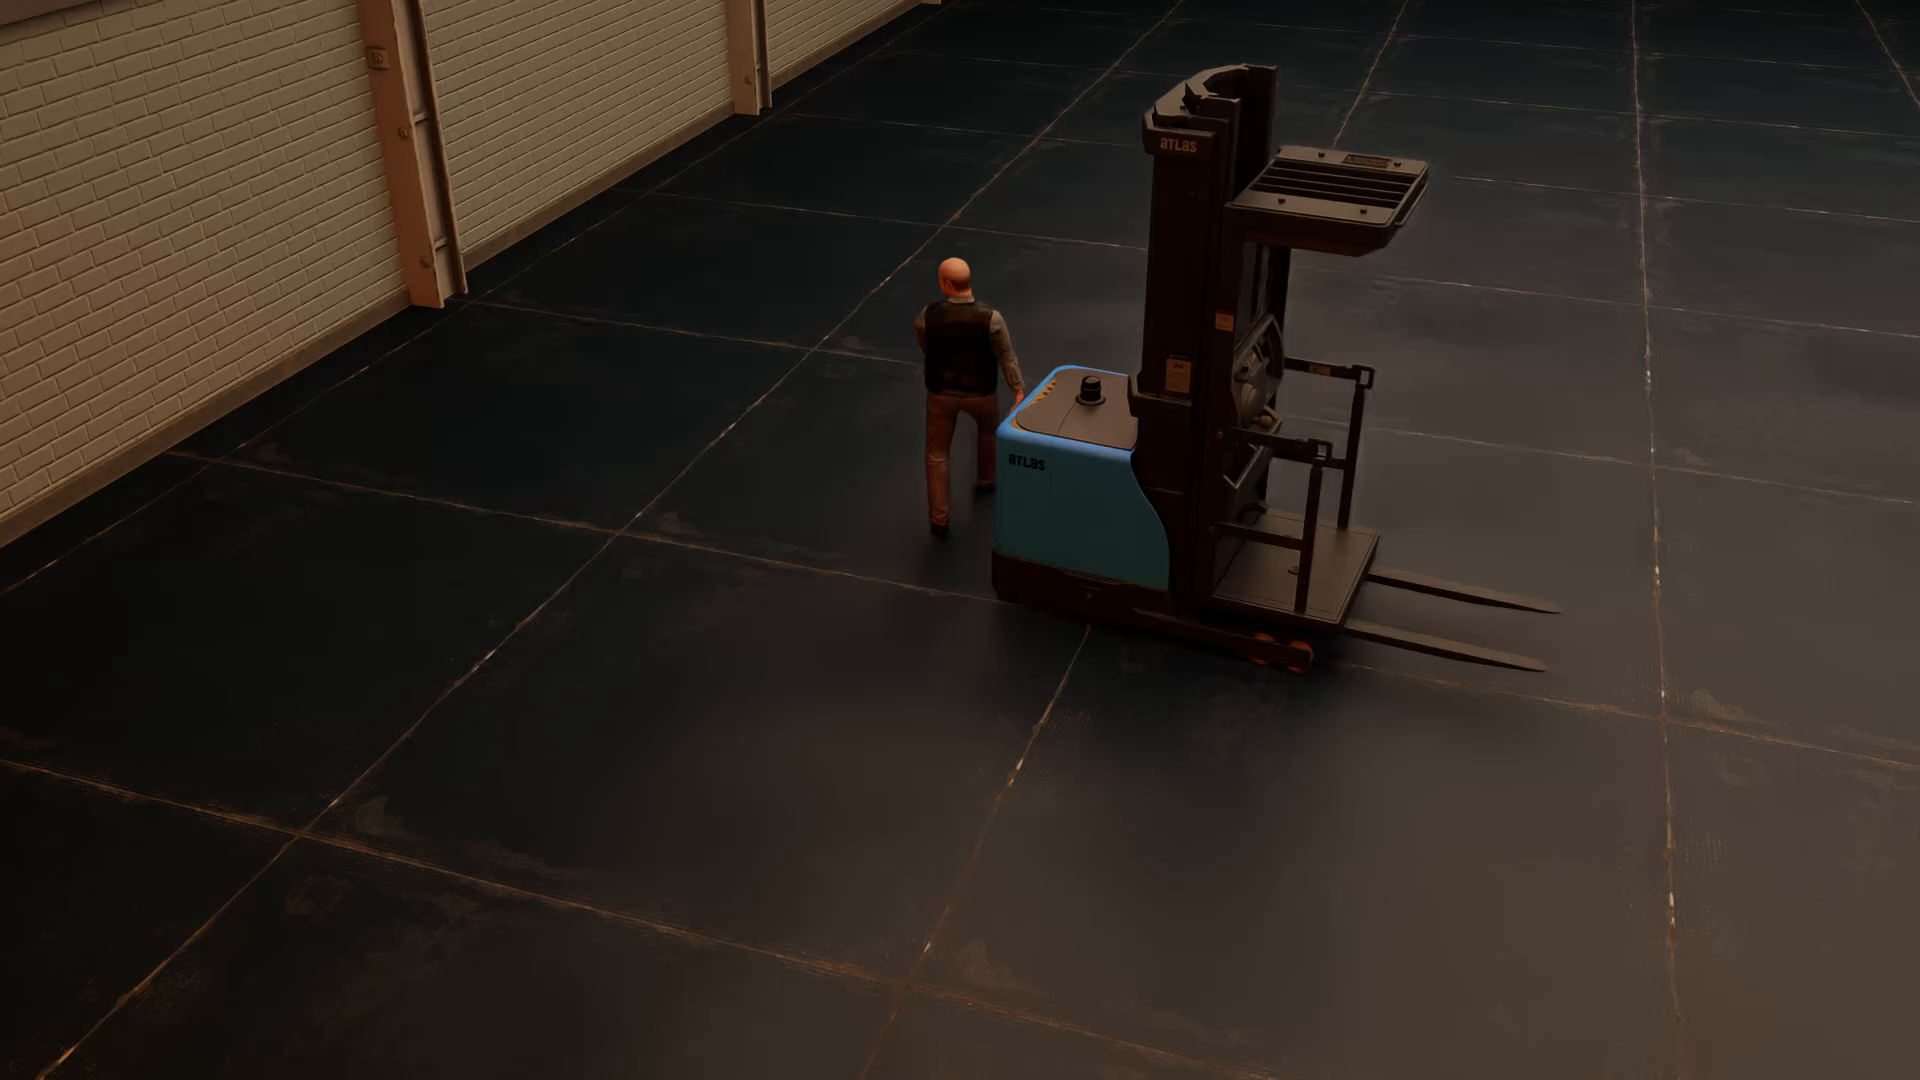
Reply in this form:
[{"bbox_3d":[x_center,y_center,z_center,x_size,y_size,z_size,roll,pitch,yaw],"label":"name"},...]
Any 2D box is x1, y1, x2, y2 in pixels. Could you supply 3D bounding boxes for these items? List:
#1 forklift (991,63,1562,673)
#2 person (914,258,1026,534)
[{"bbox_3d":[1.743,-0.867,8.658,3.031,2.935,1.130,12,32,21],"label":"forklift"},{"bbox_3d":[0.064,-0.932,10.085,0.668,1.668,0.871,0,30,1],"label":"person"}]
